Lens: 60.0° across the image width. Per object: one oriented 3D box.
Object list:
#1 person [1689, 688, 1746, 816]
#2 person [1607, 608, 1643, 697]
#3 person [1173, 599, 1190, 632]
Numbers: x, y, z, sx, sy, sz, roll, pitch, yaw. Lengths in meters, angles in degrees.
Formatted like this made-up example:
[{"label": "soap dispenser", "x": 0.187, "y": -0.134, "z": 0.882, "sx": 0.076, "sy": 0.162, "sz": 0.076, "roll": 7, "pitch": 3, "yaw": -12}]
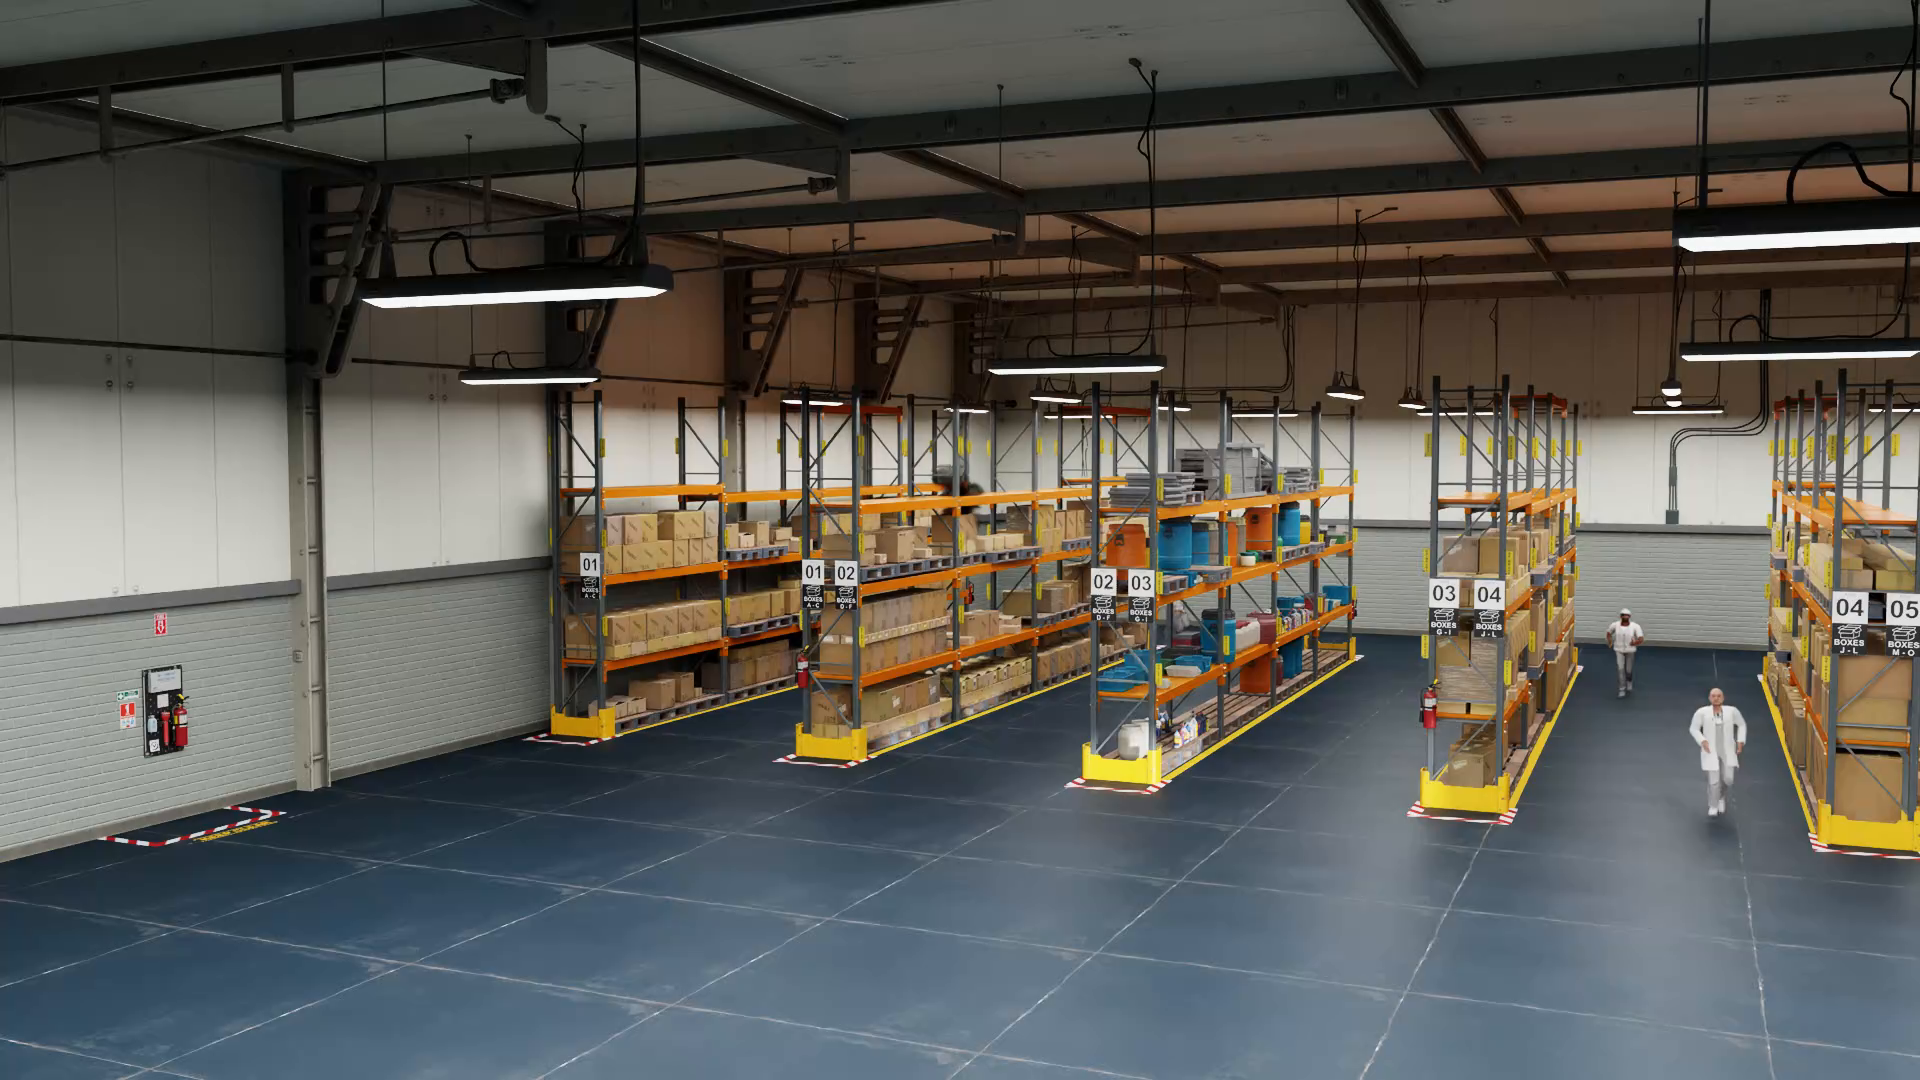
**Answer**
[{"label": "person", "x": 10.290, "y": 2.888, "z": 22.564, "sx": 0.721, "sy": 1.738, "sz": 0.579, "roll": 1, "pitch": 3, "yaw": 19}, {"label": "person", "x": 13.451, "y": 2.262, "z": 33.664, "sx": 0.701, "sy": 1.768, "sz": 0.826, "roll": 1, "pitch": 3, "yaw": 25}, {"label": "person", "x": 5.512, "y": 1.867, "z": 41.813, "sx": 0.587, "sy": 1.629, "sz": 0.581, "roll": -2, "pitch": 4, "yaw": -28}]
